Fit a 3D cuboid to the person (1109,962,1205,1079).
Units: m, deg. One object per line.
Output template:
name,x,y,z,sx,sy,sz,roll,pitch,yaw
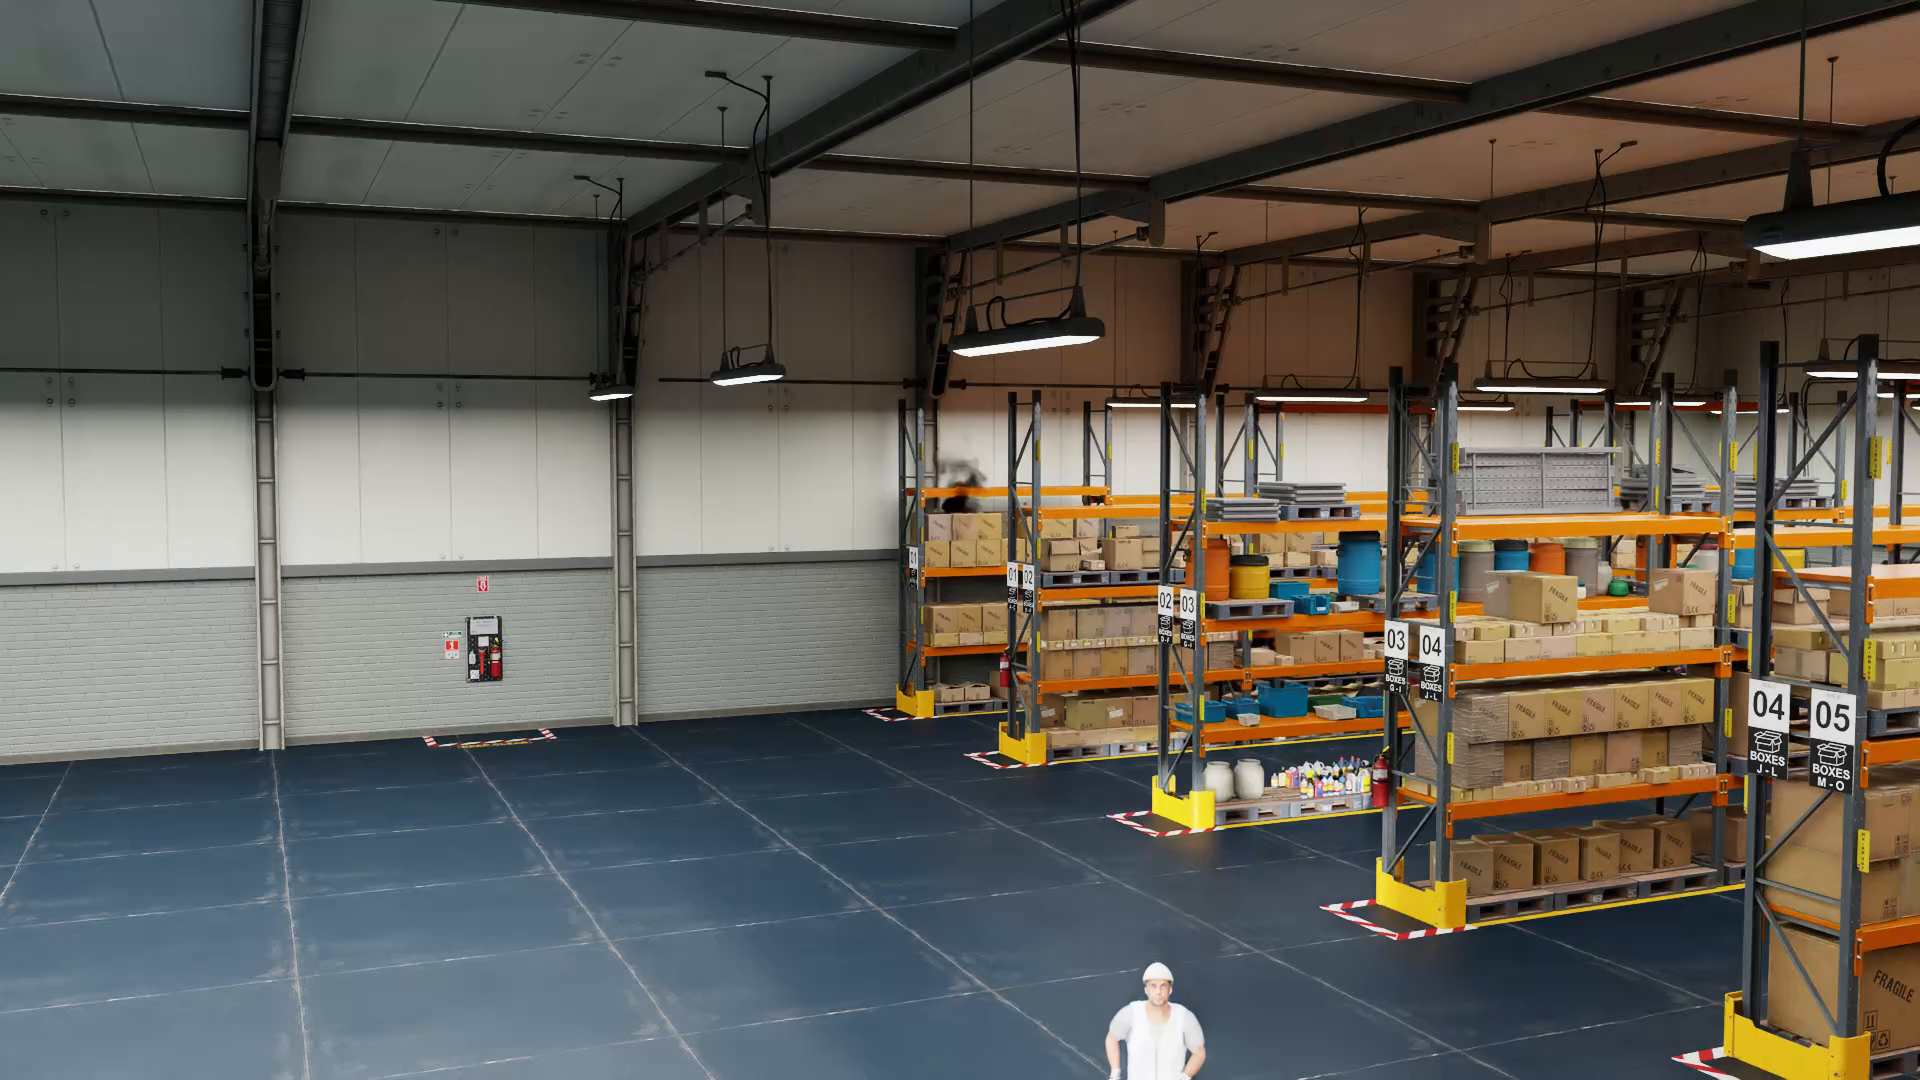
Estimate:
person,1.288,3.652,10.954,0.651,1.738,0.590,0,3,5
